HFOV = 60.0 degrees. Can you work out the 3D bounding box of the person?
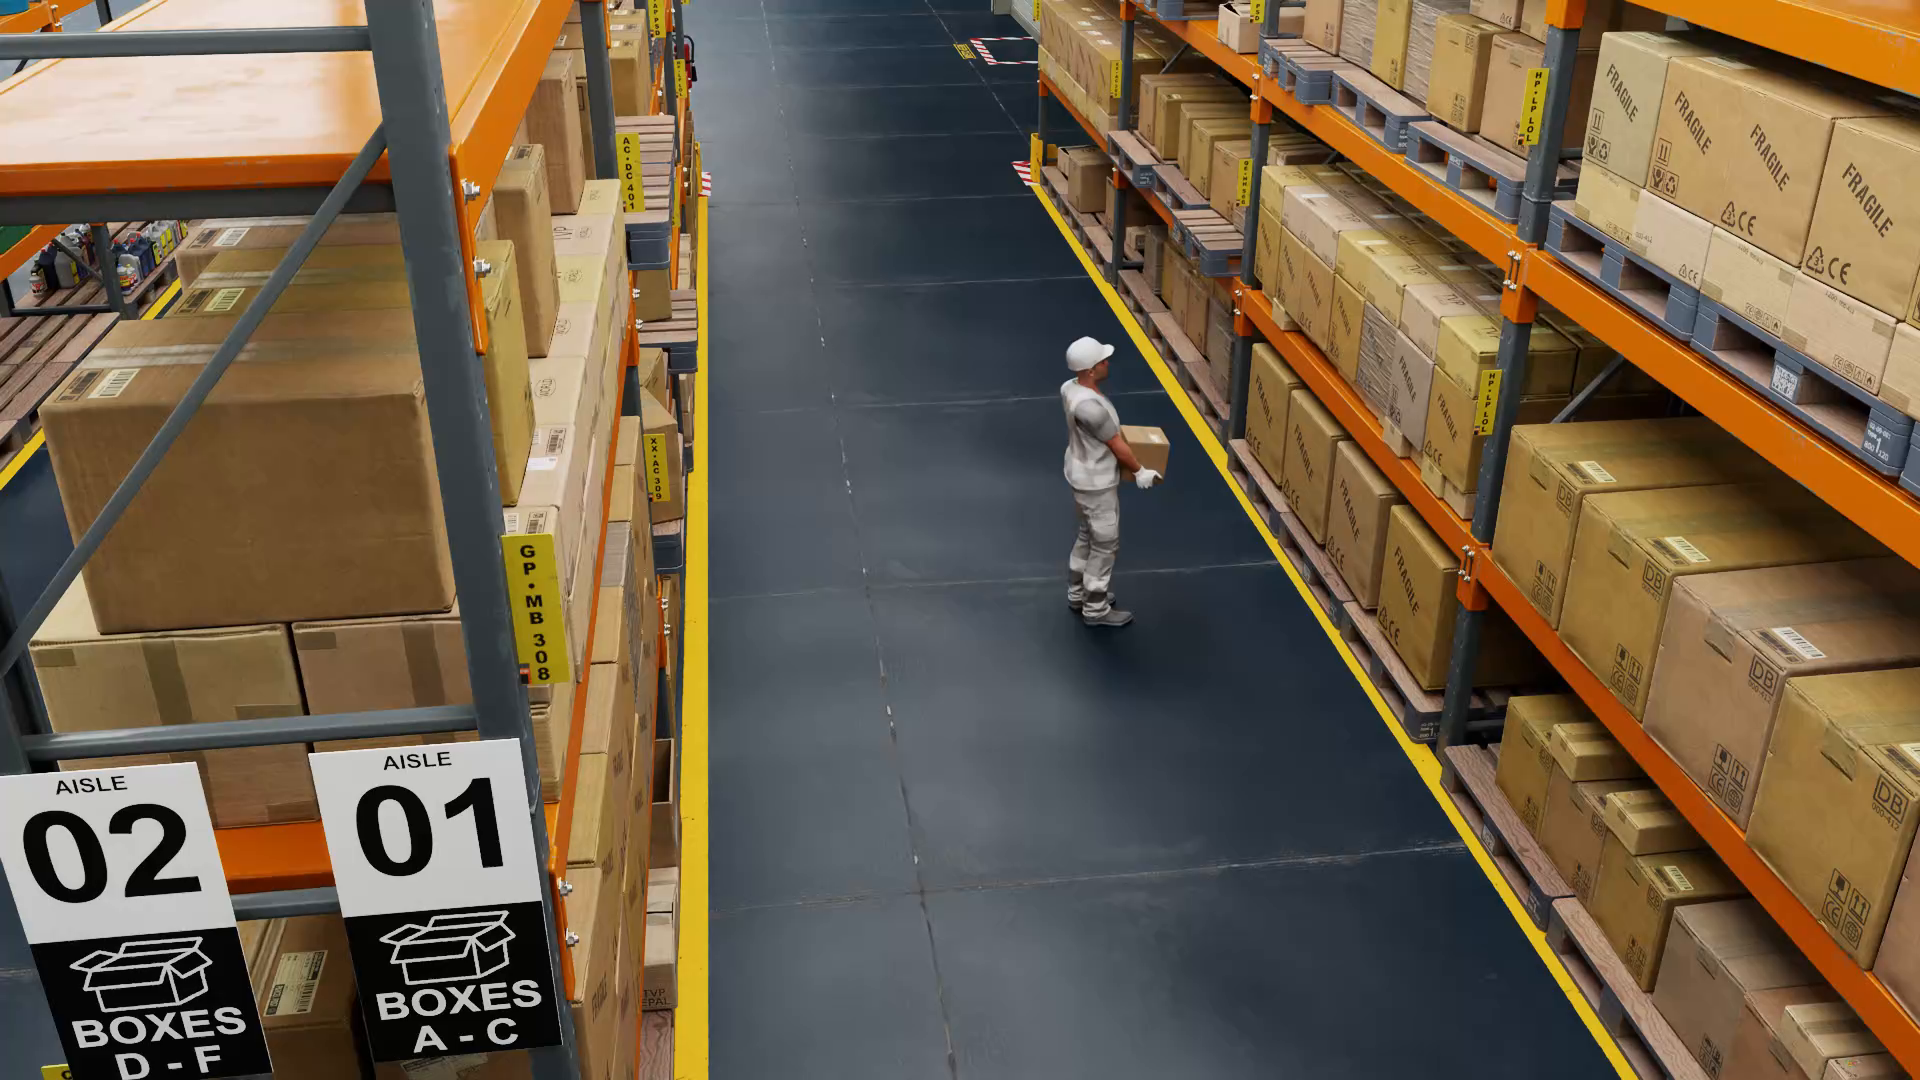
[{"bbox_3d":[0.878,-0.348,9.771,0.561,1.782,0.494,-3,27,-6],"label":"person"}]
